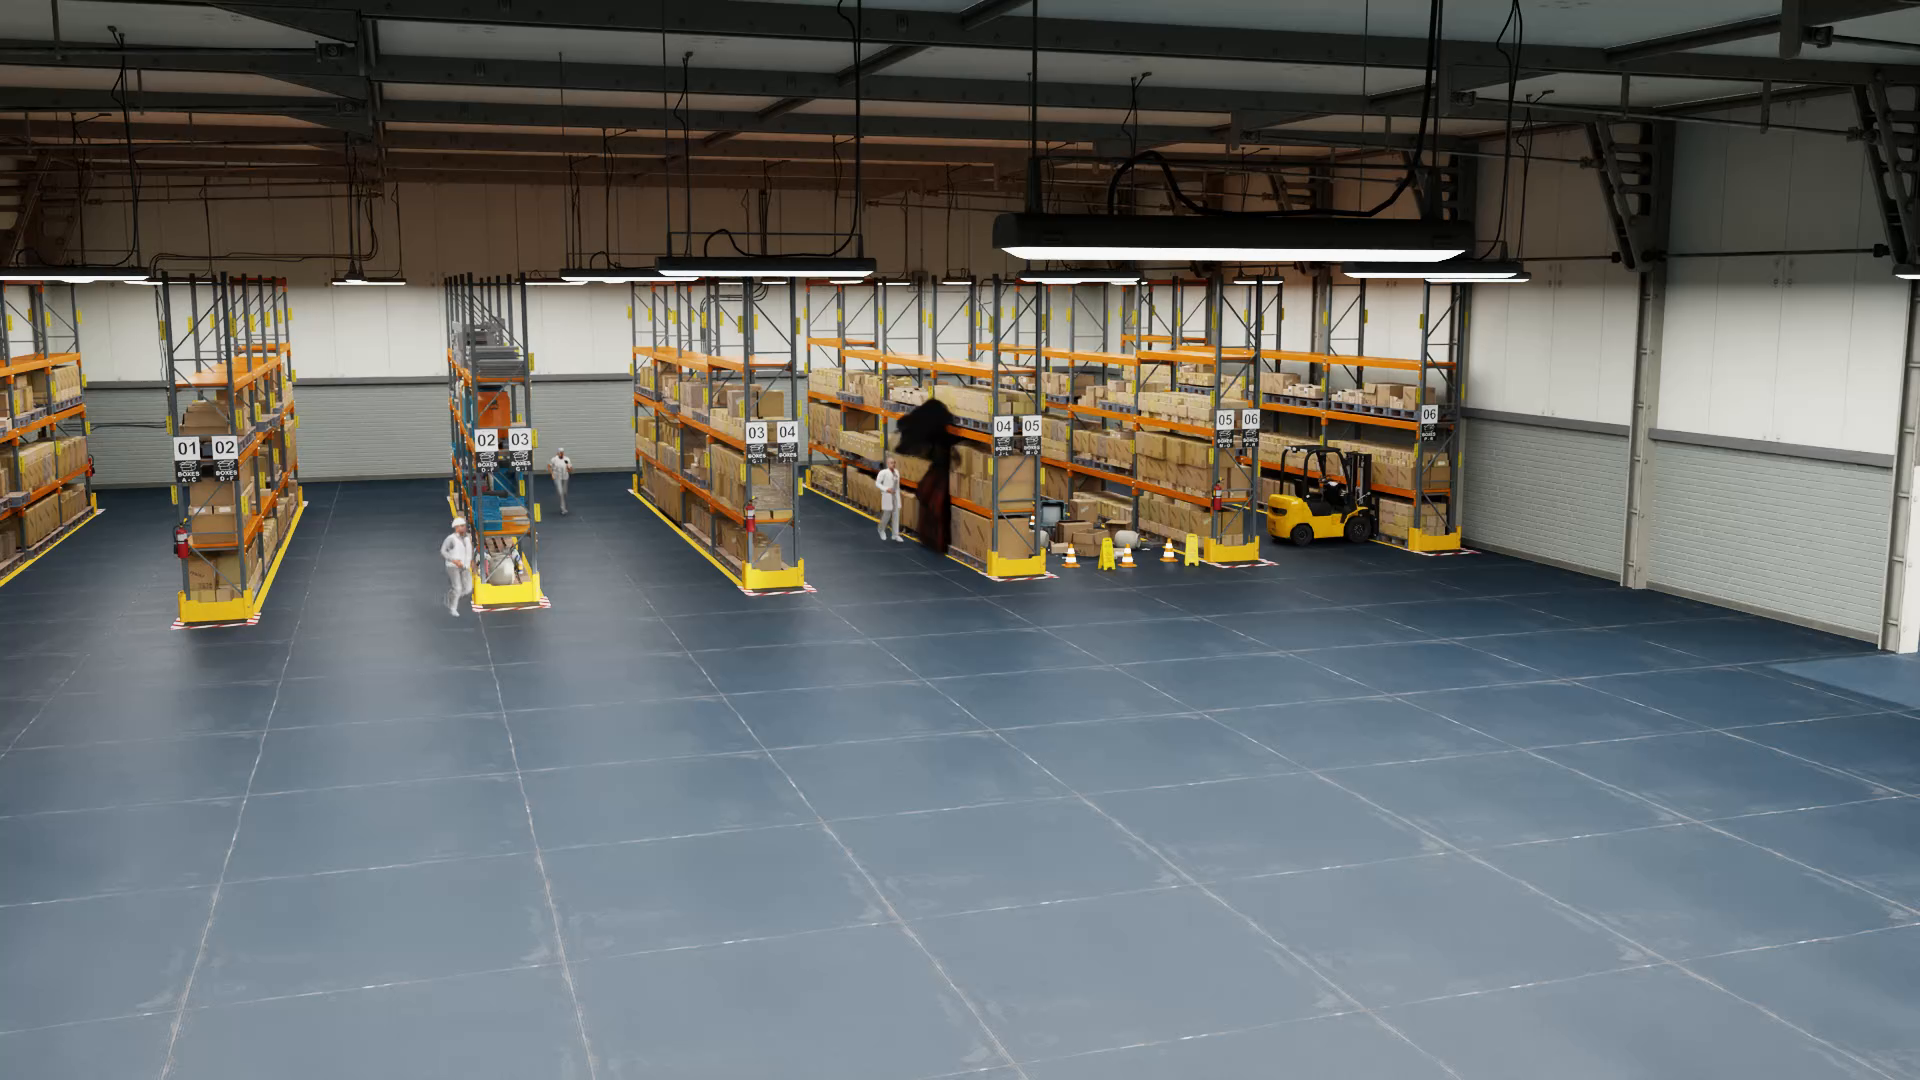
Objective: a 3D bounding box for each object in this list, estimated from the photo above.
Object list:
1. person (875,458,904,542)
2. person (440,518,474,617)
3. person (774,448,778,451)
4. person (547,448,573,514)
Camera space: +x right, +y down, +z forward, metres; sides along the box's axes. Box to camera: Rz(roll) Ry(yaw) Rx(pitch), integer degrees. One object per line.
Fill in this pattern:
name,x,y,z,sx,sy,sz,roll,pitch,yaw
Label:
person,-1.518,-0.879,36.172,0.712,1.813,0.894,-6,10,-33
person,-8.867,0.461,29.430,0.542,1.718,0.745,6,10,33
person,-5.298,-2.370,48.431,0.546,1.580,0.794,3,9,21
person,-10.258,-1.545,42.774,0.611,1.677,0.817,-4,10,-26
